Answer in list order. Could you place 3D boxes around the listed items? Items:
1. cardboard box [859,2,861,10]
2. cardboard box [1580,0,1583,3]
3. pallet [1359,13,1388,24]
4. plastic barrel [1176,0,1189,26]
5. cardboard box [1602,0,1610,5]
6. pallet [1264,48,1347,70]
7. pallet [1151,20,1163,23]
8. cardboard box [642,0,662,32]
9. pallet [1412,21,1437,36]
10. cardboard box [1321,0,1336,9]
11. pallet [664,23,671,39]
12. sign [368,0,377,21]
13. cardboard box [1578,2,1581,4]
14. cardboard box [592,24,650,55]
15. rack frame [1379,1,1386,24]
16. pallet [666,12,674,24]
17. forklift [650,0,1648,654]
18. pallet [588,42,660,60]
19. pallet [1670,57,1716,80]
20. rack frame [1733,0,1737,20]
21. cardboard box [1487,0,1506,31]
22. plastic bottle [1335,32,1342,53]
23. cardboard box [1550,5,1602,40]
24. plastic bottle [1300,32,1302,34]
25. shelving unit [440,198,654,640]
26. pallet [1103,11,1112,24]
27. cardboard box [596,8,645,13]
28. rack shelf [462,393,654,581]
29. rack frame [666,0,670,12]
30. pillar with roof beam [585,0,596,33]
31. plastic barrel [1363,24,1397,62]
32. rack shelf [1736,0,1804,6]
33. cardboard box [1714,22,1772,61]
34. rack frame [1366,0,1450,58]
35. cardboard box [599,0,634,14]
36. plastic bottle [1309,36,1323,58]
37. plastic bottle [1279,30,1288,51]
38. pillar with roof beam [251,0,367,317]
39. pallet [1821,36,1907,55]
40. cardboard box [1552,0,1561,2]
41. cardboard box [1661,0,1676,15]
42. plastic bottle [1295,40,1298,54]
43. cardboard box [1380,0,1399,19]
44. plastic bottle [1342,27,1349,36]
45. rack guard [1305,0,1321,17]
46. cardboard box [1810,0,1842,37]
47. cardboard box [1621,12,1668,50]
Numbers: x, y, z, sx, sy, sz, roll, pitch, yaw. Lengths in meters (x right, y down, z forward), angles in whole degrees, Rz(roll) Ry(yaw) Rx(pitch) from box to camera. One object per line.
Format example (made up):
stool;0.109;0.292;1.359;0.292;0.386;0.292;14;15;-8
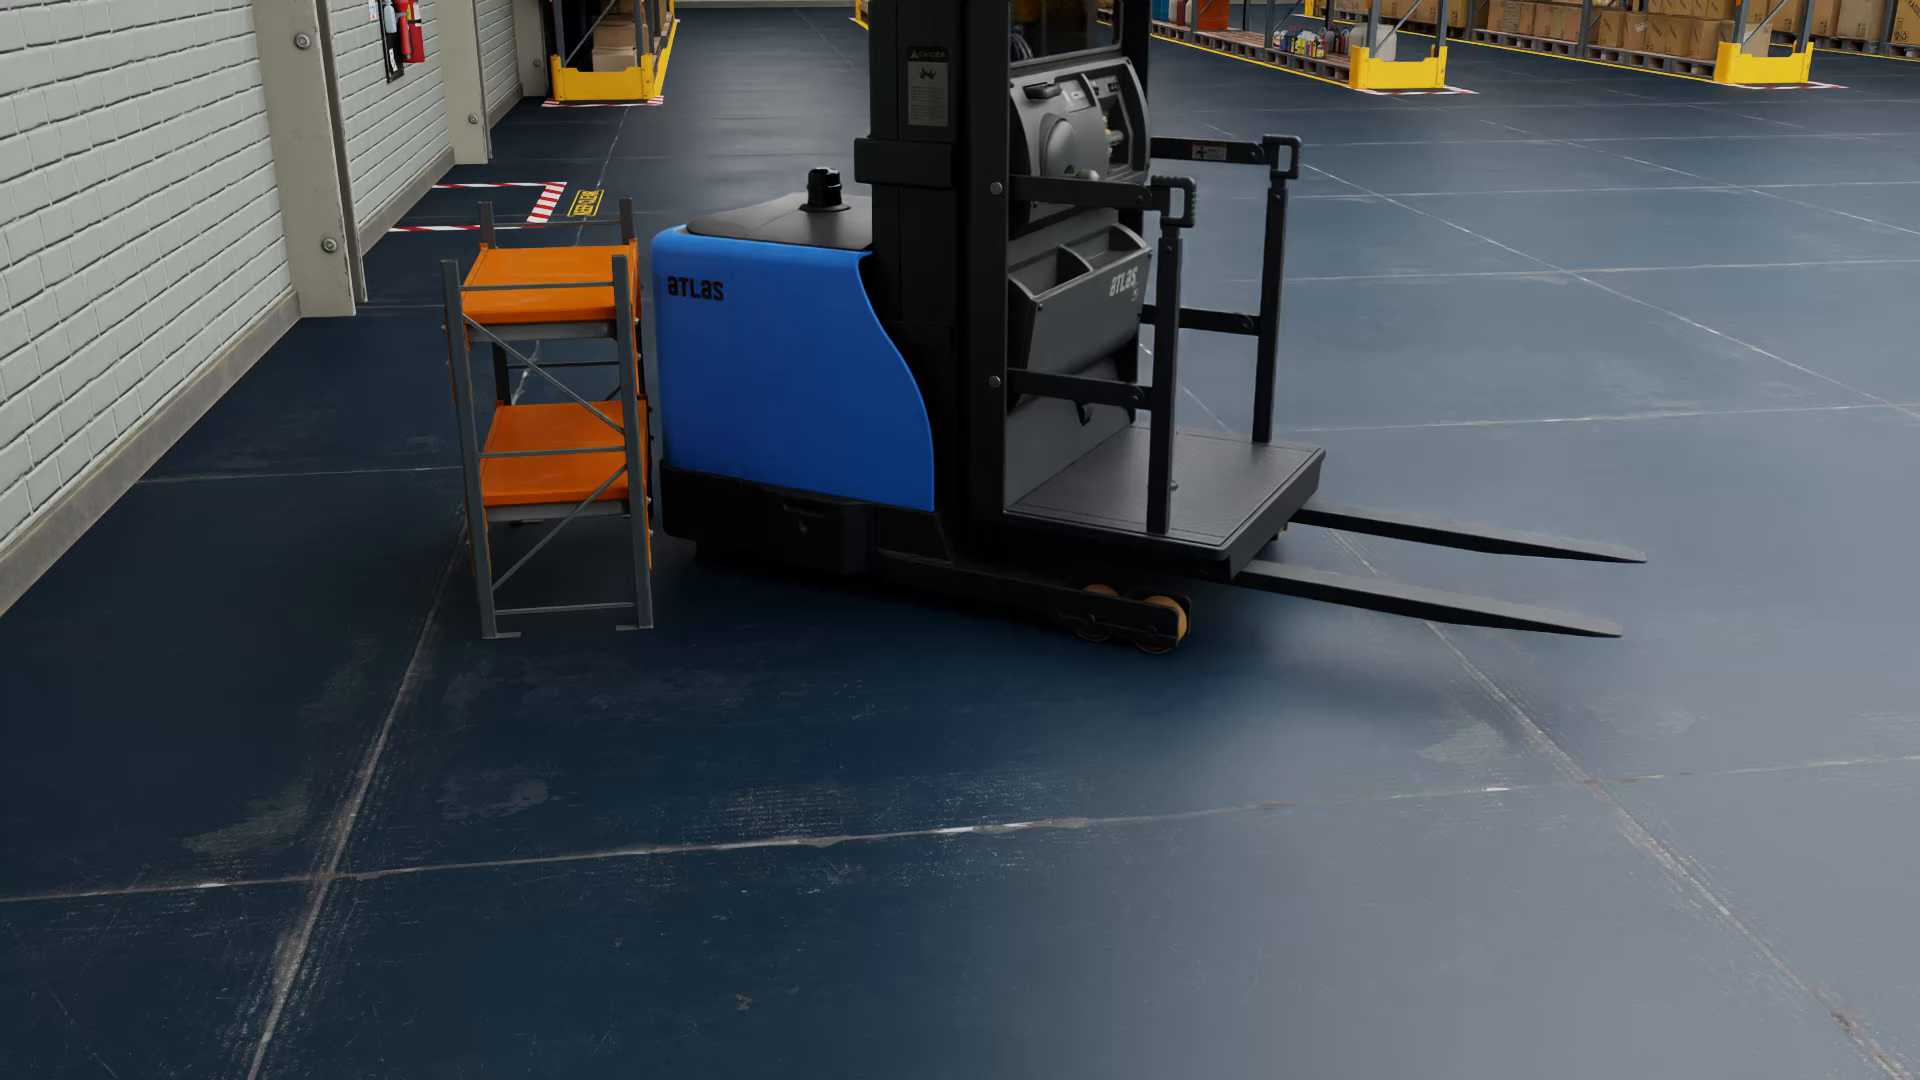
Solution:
cardboard box;-1.900;-11.128;34.669;0.380;0.149;0.250;-3;21;-8
cardboard box;13.201;-11.300;34.732;0.380;0.149;0.250;-4;21;-10
pallet;8.727;-10.494;33.512;1.003;0.211;1.213;-3;21;-8
plastic barrel;4.185;-9.525;29.778;0.600;0.588;0.708;-3;21;-8
cardboard box;13.271;-10.935;33.756;0.380;0.149;0.250;-4;21;-10
pallet;5.067;-6.973;24.083;1.003;0.211;1.213;-3;21;-8
pallet;3.928;-9.708;31.406;1.003;0.211;1.213;-3;21;-8
cardboard box;-5.345;-8.850;27.596;0.750;0.750;0.750;-3;21;-8
pallet;9.125;-9.540;30.958;1.003;0.211;1.213;-3;21;-8
cardboard box;8.354;-11.902;35.732;0.875;0.875;0.875;-3;21;-8
pallet;-5.759;-9.214;30.084;1.003;0.211;1.213;-3;21;-8
sign;-4.011;-3.713;11.319;0.001;0.329;0.234;-3;21;-8
cardboard box;13.168;-11.180;34.838;0.380;0.149;0.250;-3;21;-7
cardboard box;-4.365;-6.362;21.407;0.700;0.500;0.500;-4;21;-11
rack frame;8.760;-11.533;32.308;1.000;3.000;0.127;-3;21;-8
pallet;-6.329;-10.589;33.767;1.003;0.211;1.213;-3;21;-8
forklift;0.551;-1.254;4.885;3.031;2.935;1.130;10;23;25
pallet;-5.085;-7.400;25.228;1.003;0.211;1.213;-3;21;-8
pallet;10.396;-6.381;22.500;1.003;0.211;1.213;-3;21;-8
rack frame;14.259;-10.363;29.176;1.000;3.000;0.127;-3;21;-8
cardboard box;9.453;-8.952;28.342;0.700;0.500;0.500;-4;21;-11
plastic bottle;5.366;-7.046;23.549;0.061;0.283;0.133;-3;21;-8
cardboard box;9.796;-8.178;26.269;0.700;0.500;0.500;-3;21;-8
plastic bottle;4.858;-7.097;23.701;0.097;0.271;0.097;0;20;0
shelving unit;-1.257;-0.425;5.247;0.538;1.125;1.048;-3;21;-9
pallet;3.535;-10.653;33.937;1.003;0.211;1.213;-3;21;-8
cardboard box;-5.154;-7.832;25.344;0.700;0.500;0.500;-3;21;-8
rack shelf;-1.257;-0.196;5.333;0.538;0.278;1.000;-3;21;-9
rack frame;-6.522;-12.169;34.010;1.000;3.000;0.127;-3;21;-8
pillar with roof beam;-2.642;-14.010;30.365;9.100;9.000;0.400;-3;21;-8
plastic barrel;5.418;-6.384;21.477;0.421;0.512;0.421;0;20;0
rack shelf;10.201;-7.734;23.164;1.077;0.370;4.000;-3;21;-8
cardboard box;10.416;-6.621;22.129;0.500;0.500;0.500;1;20;2
rack frame;5.588;-7.129;20.515;1.000;3.000;0.127;-3;21;-8
cardboard box;-4.981;-7.807;24.203;0.500;0.250;0.500;-3;21;-9
plastic bottle;4.880;-6.761;22.796;0.152;0.276;0.135;-3;21;-7
plastic bottle;4.697;-7.201;23.972;0.152;0.276;0.135;-2;21;-6
pillar with roof beam;0.818;-5.700;8.117;9.100;9.000;0.400;-3;21;-8
pallet;14.650;-7.936;26.661;1.003;0.211;1.213;-3;21;-8
cardboard box;12.954;-11.531;35.776;0.380;0.149;0.250;-3;21;-7
cardboard box;13.693;-10.141;31.553;0.500;0.500;0.500;-3;21;-7
plastic bottle;4.762;-6.944;23.391;0.097;0.201;0.097;0;20;0
cardboard box;8.872;-10.514;32.016;1.225;0.875;0.875;-3;21;-8
plastic bottle;5.464;-7.092;23.574;0.144;0.351;0.185;-3;21;-8
rack guard;8.180;-11.755;36.476;1.175;0.500;0.348;-3;21;-8
cardboard box;14.522;-8.666;27.247;1.050;0.750;0.750;-3;21;-8
cardboard box;10.021;-7.451;24.350;0.500;0.500;0.500;4;21;9
